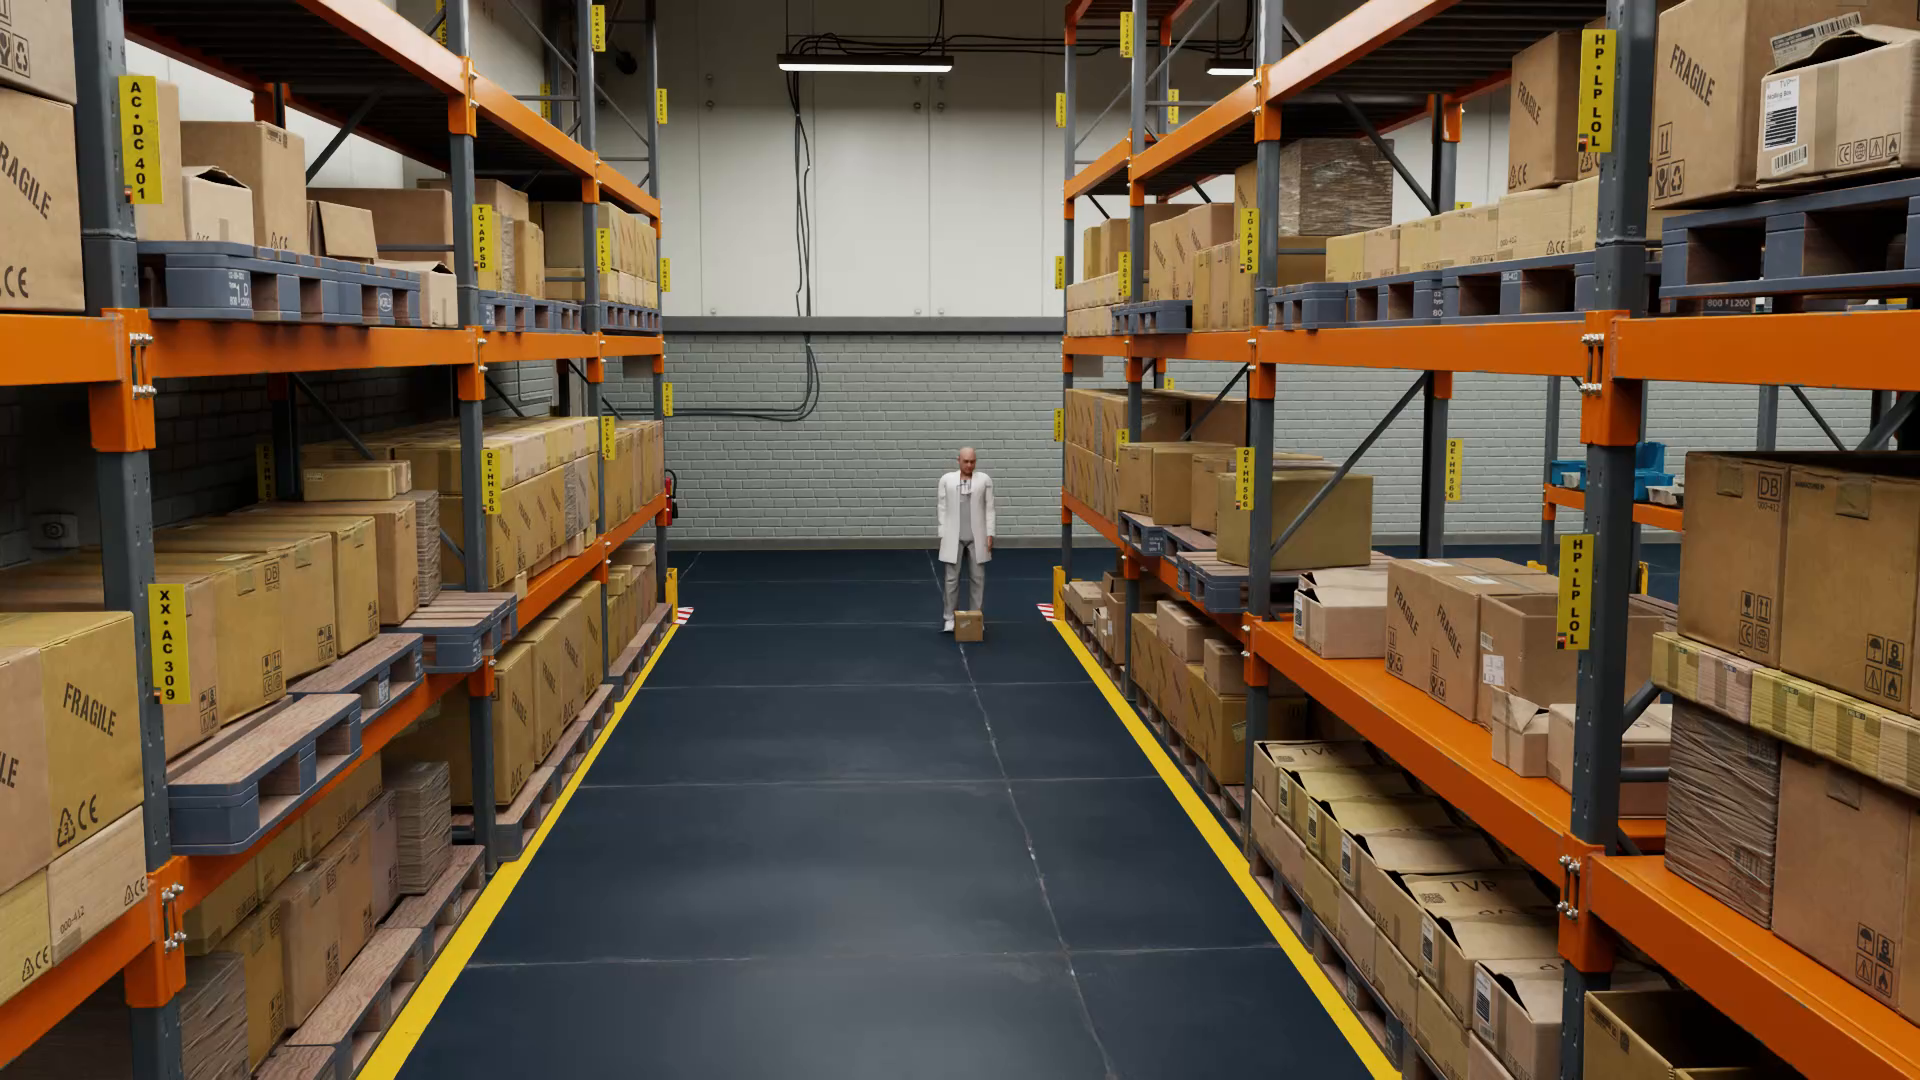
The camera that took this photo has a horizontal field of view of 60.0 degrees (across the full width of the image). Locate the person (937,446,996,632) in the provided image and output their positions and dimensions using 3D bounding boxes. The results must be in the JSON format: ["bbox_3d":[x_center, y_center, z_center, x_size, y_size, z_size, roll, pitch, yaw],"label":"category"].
[{"bbox_3d":[0.067,-0.011,15.929,0.563,1.774,0.377,0,7,-3],"label":"person"}]
